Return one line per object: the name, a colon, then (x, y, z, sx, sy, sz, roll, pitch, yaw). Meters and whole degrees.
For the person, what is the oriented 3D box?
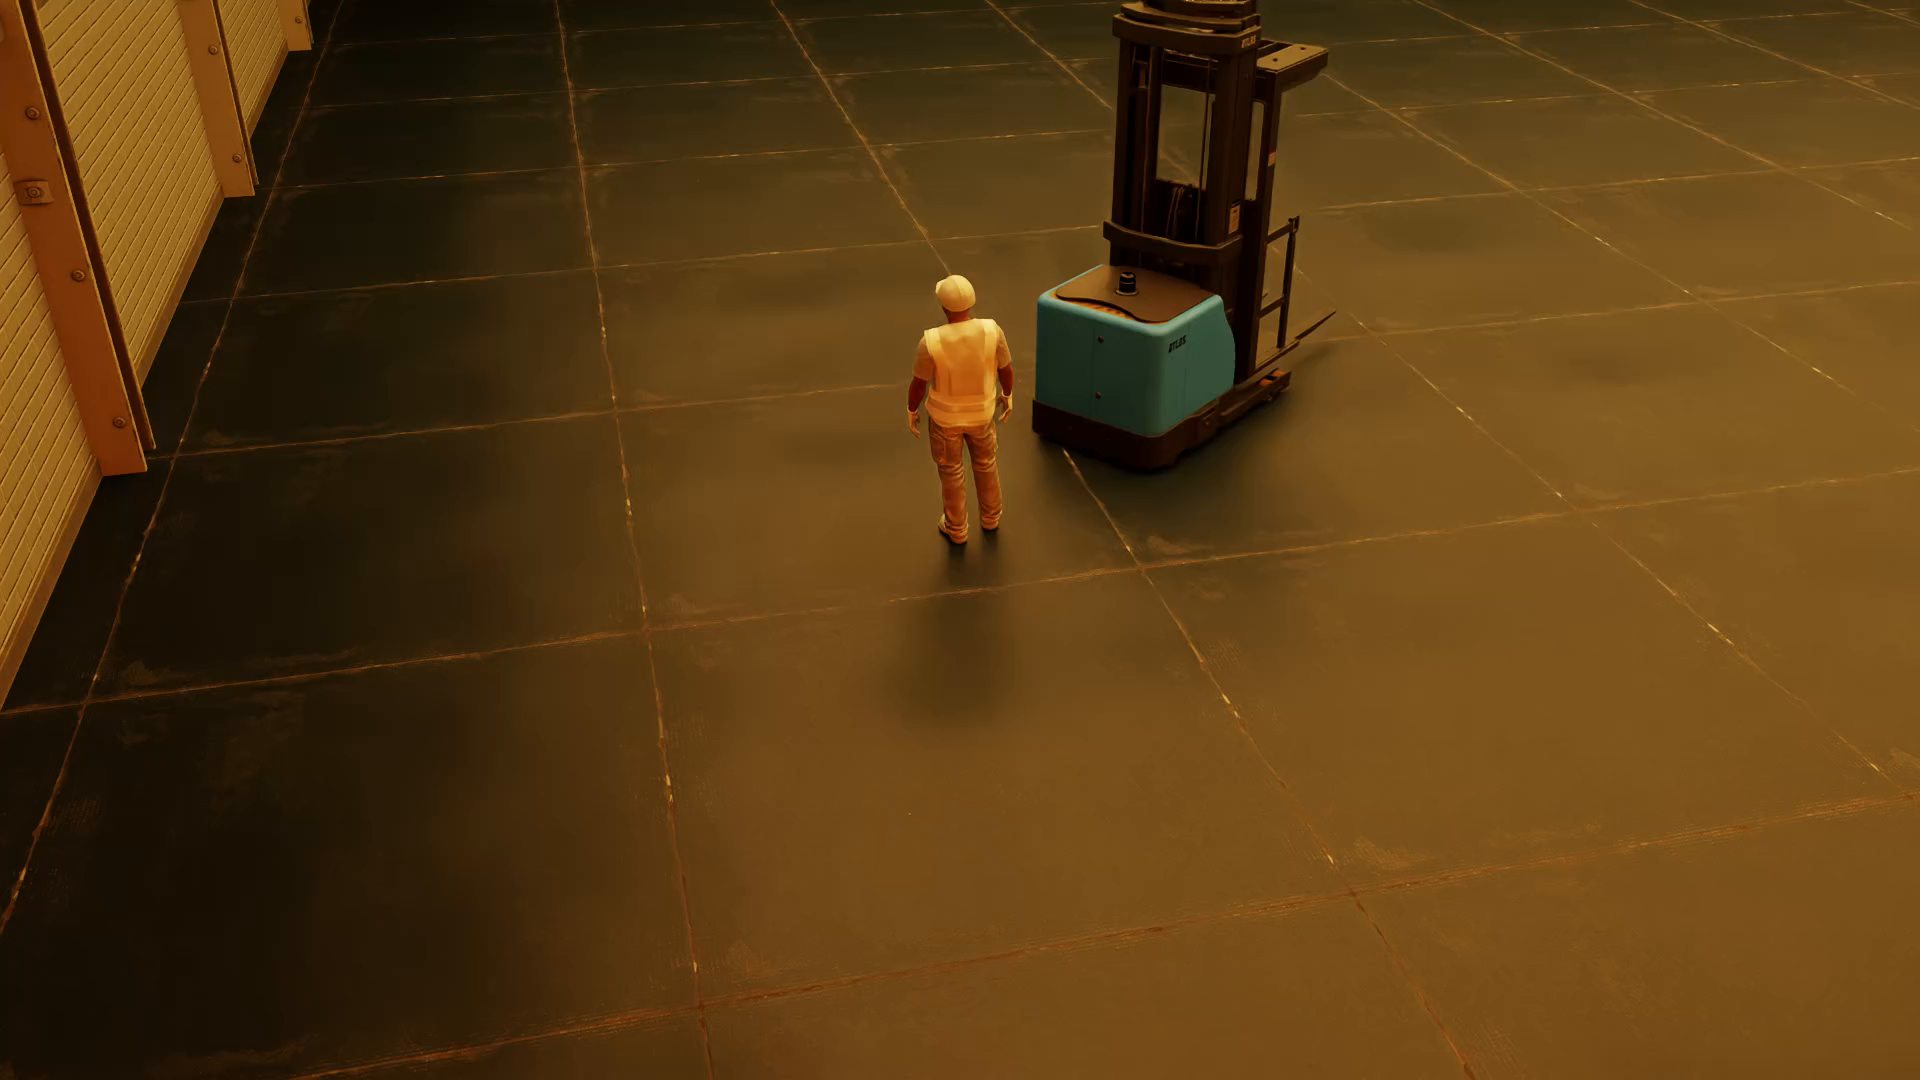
person: (-0.010, -0.814, 10.112, 0.656, 1.784, 0.575, -7, 31, -12)

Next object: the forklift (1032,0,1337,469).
forklift: (1.807, -2.422, 11.757, 1.130, 2.935, 3.031, 21, 36, 32)
